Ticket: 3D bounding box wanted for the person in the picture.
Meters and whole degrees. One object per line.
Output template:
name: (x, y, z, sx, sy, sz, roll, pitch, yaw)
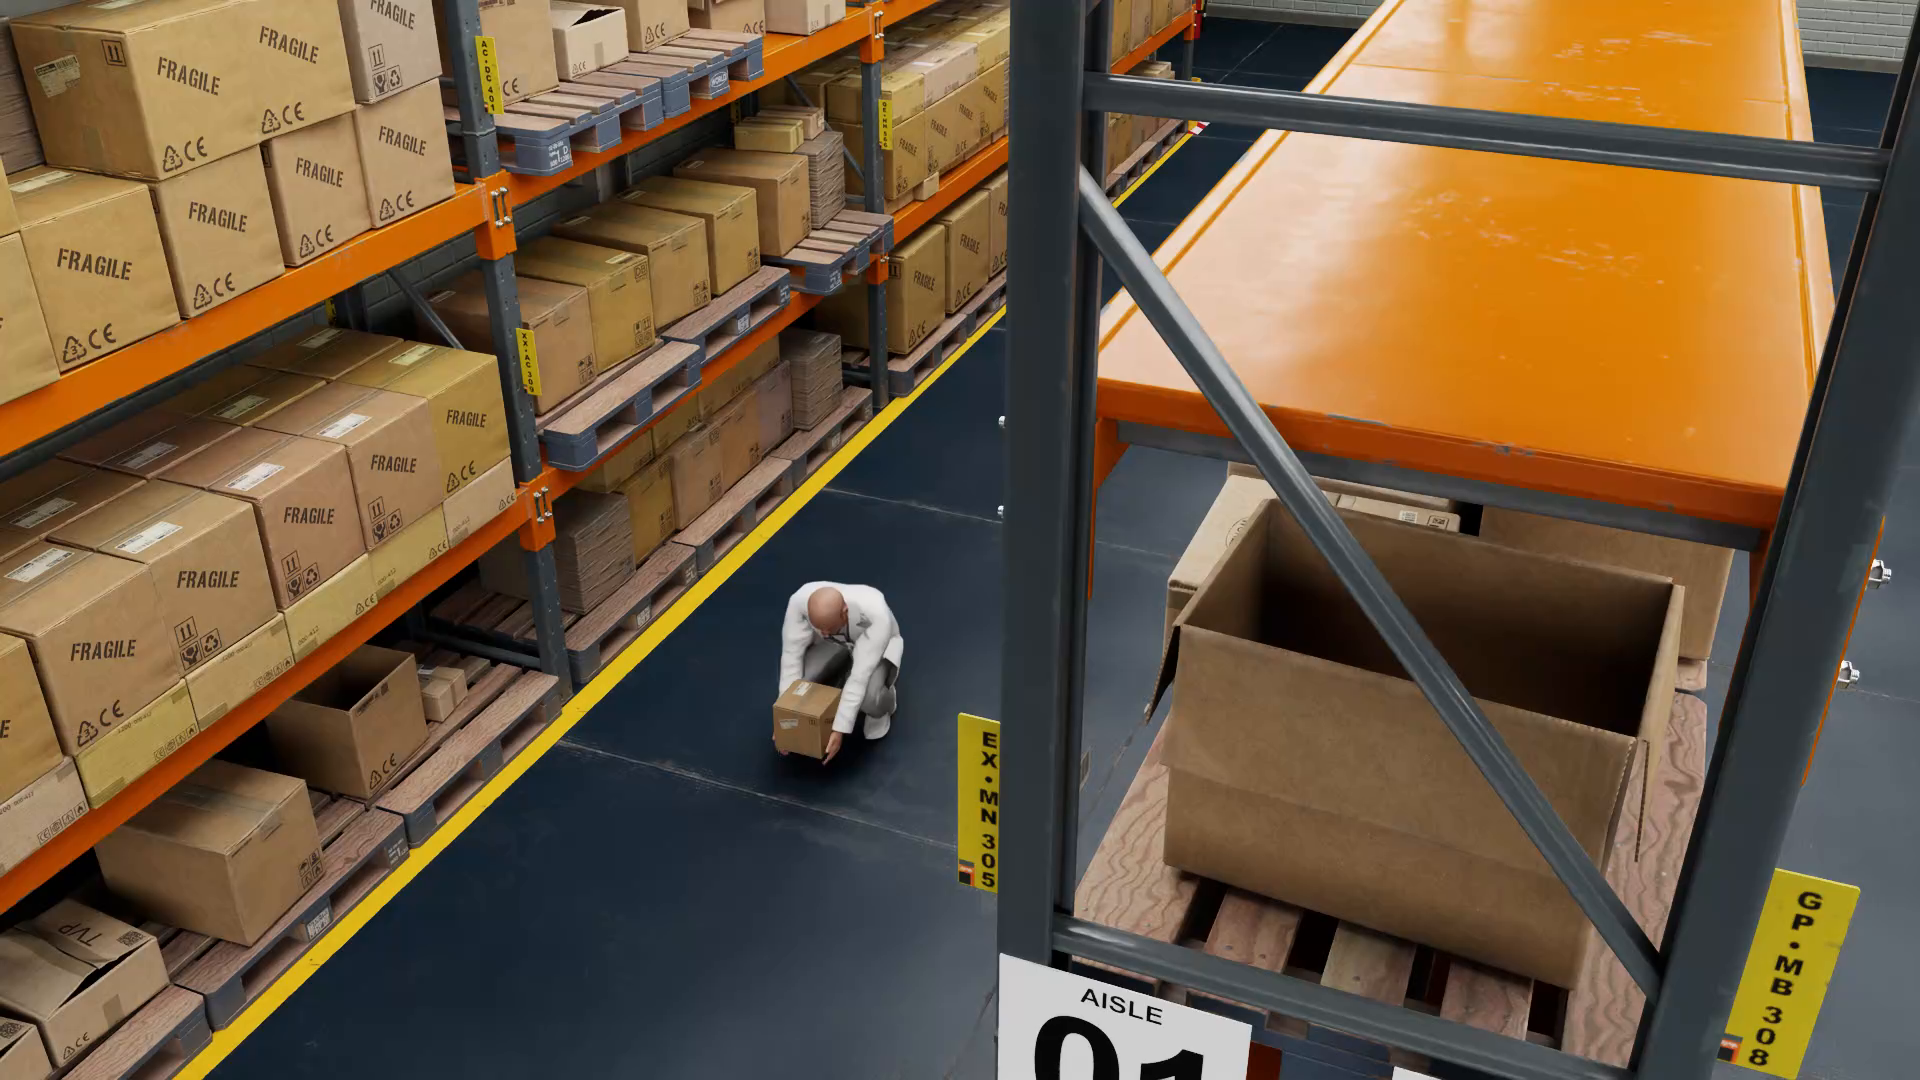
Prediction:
person: (-0.599, 0.553, 8.231, 0.586, 1.004, 0.918, 11, 31, 18)
